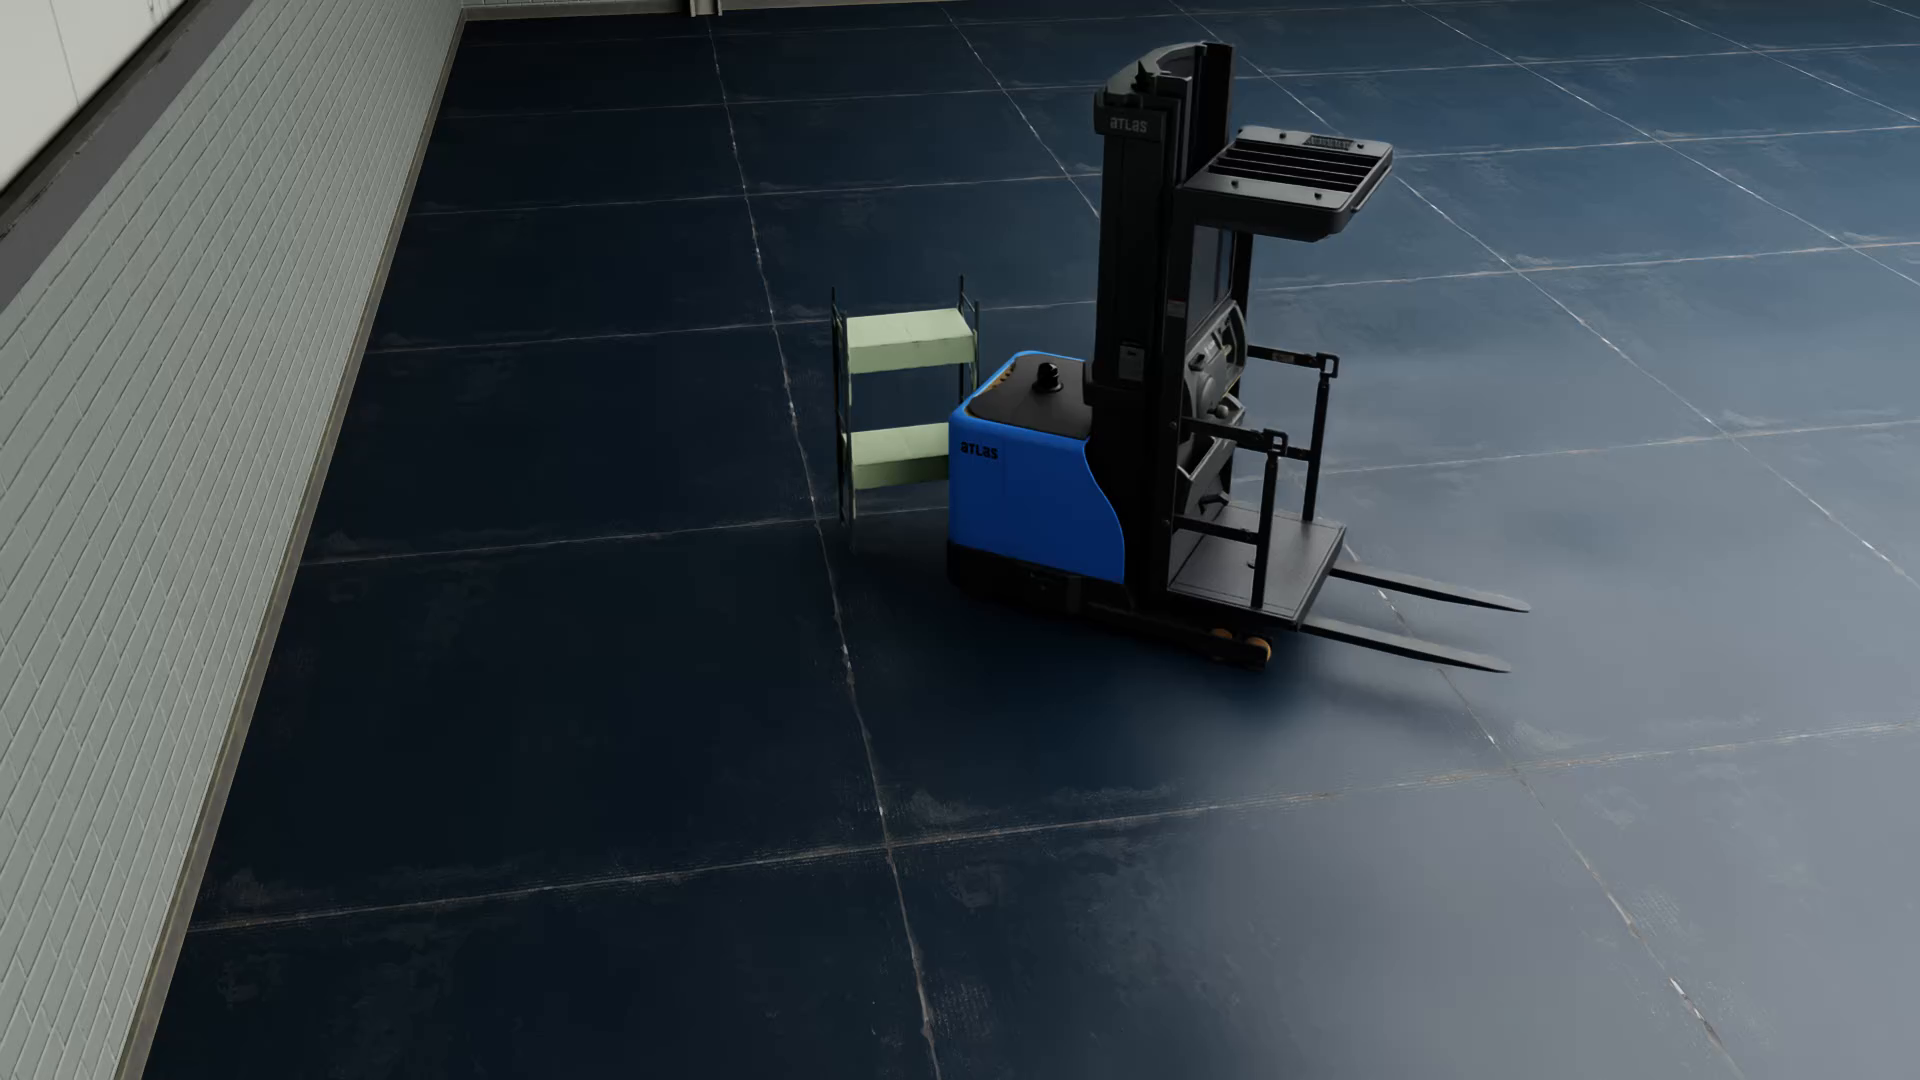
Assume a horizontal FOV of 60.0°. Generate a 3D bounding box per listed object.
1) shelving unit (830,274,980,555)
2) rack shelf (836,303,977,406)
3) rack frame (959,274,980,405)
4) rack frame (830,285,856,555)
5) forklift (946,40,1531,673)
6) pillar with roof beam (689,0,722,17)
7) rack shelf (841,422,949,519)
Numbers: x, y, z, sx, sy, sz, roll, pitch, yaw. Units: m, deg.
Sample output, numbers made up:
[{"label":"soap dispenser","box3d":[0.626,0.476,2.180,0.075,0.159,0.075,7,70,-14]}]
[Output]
[{"label":"shelving unit","box3d":[-0.306,-0.703,9.466,0.755,1.500,0.431,-7,31,-12]},{"label":"rack shelf","box3d":[-0.306,-1.040,9.268,0.720,0.370,0.431,-7,31,-12]},{"label":"rack frame","box3d":[0.050,-0.747,9.541,0.023,1.500,0.400,-7,31,-12]},{"label":"rack frame","box3d":[-0.661,-0.660,9.392,0.023,1.500,0.400,-7,31,-12]},{"label":"forklift","box3d":[1.482,-0.899,8.388,3.031,2.935,1.130,13,33,21]},{"label":"pillar with roof beam","box3d":[-2.456,-8.433,15.214,0.400,9.000,9.100,-5,31,-9]},{"label":"rack shelf","box3d":[-0.306,-0.422,9.631,0.720,0.370,0.431,-7,31,-12]}]
